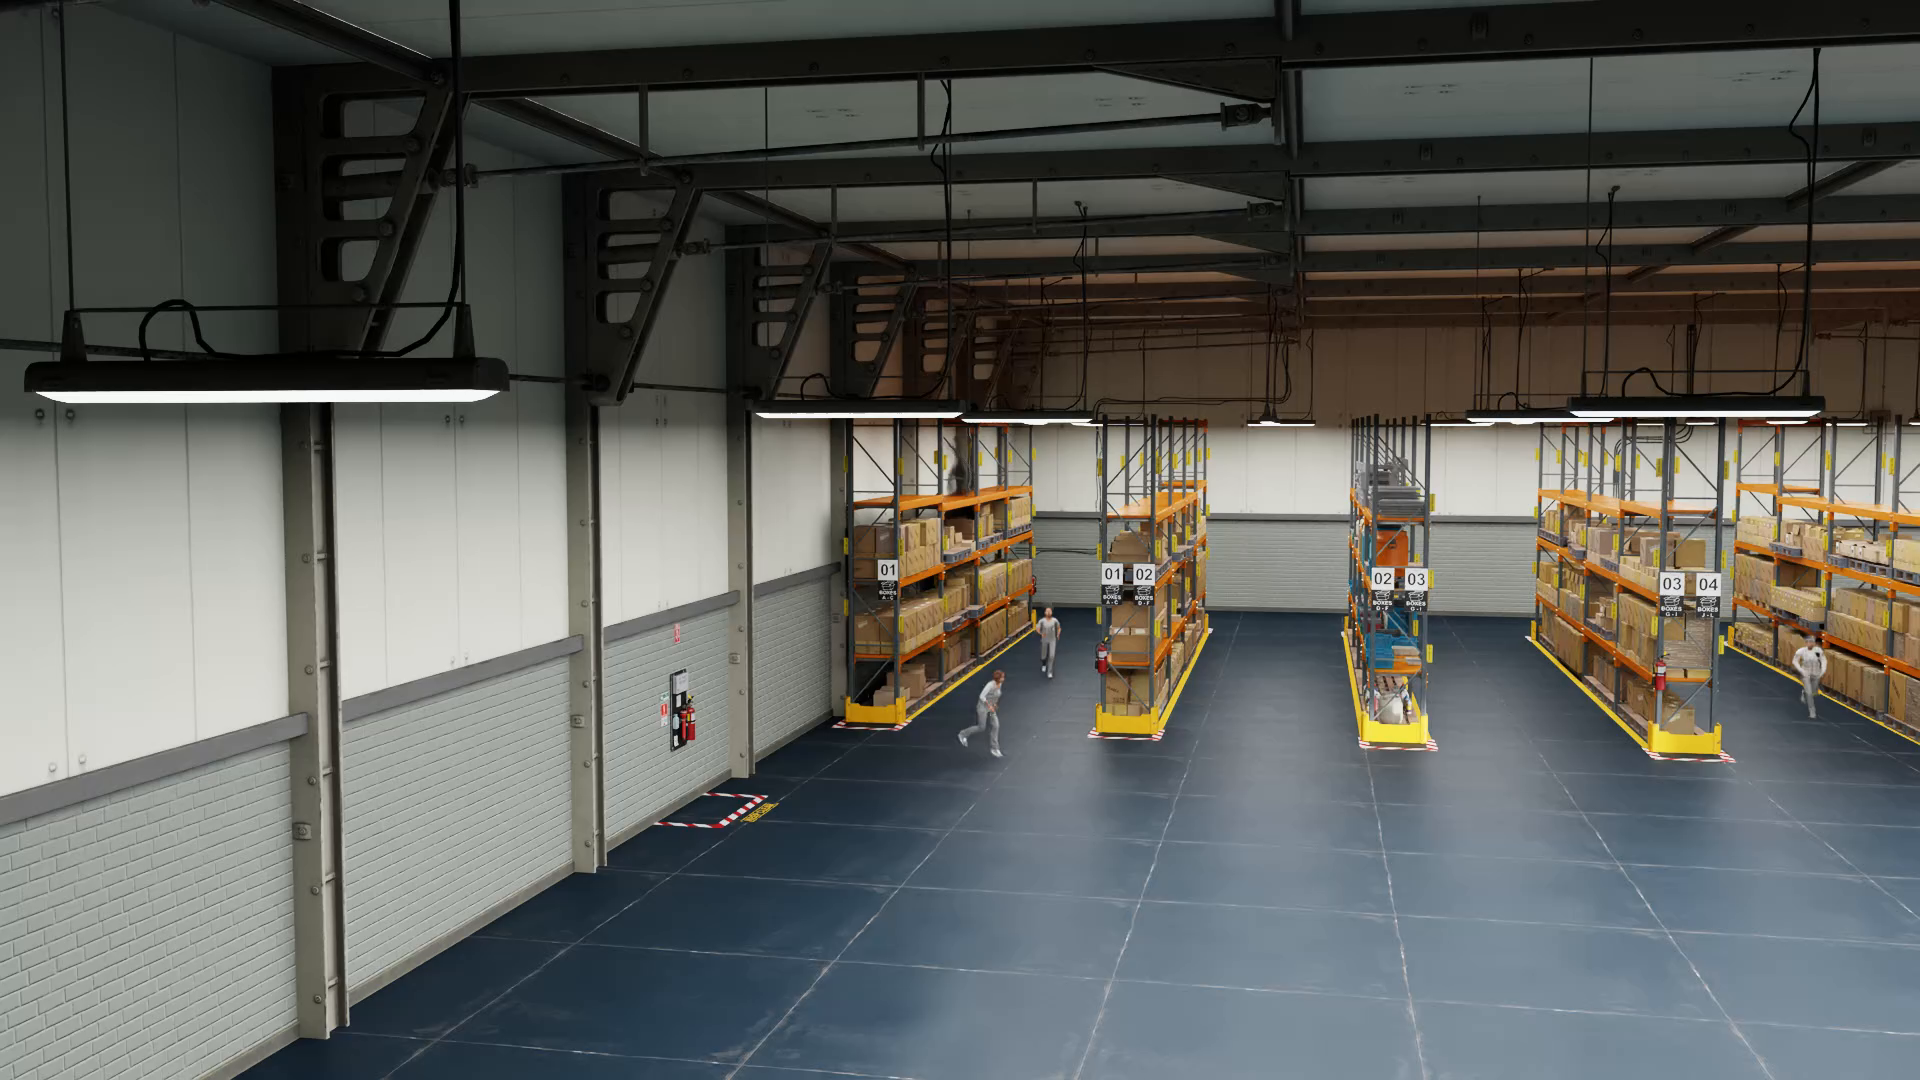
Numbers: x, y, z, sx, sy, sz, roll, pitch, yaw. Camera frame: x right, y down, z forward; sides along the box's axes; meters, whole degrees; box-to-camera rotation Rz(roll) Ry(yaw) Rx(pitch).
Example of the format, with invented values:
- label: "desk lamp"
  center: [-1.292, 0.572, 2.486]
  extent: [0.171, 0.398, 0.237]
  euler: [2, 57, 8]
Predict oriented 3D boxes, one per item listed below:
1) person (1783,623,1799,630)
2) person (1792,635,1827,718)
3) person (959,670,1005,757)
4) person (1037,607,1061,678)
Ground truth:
- label: "person"
  center: [22.335, 1.917, 44.583]
  extent: [0.724, 1.717, 0.543]
  euler: [-1, 4, -12]
- label: "person"
  center: [17.004, 2.711, 33.310]
  extent: [0.636, 1.666, 0.740]
  euler: [1, 4, 11]
- label: "person"
  center: [0.385, 3.028, 29.278]
  extent: [0.903, 1.549, 0.562]
  euler: [2, 4, 25]
- label: "person"
  center: [2.059, 2.348, 38.429]
  extent: [0.574, 1.628, 0.758]
  euler: [0, 4, -1]
